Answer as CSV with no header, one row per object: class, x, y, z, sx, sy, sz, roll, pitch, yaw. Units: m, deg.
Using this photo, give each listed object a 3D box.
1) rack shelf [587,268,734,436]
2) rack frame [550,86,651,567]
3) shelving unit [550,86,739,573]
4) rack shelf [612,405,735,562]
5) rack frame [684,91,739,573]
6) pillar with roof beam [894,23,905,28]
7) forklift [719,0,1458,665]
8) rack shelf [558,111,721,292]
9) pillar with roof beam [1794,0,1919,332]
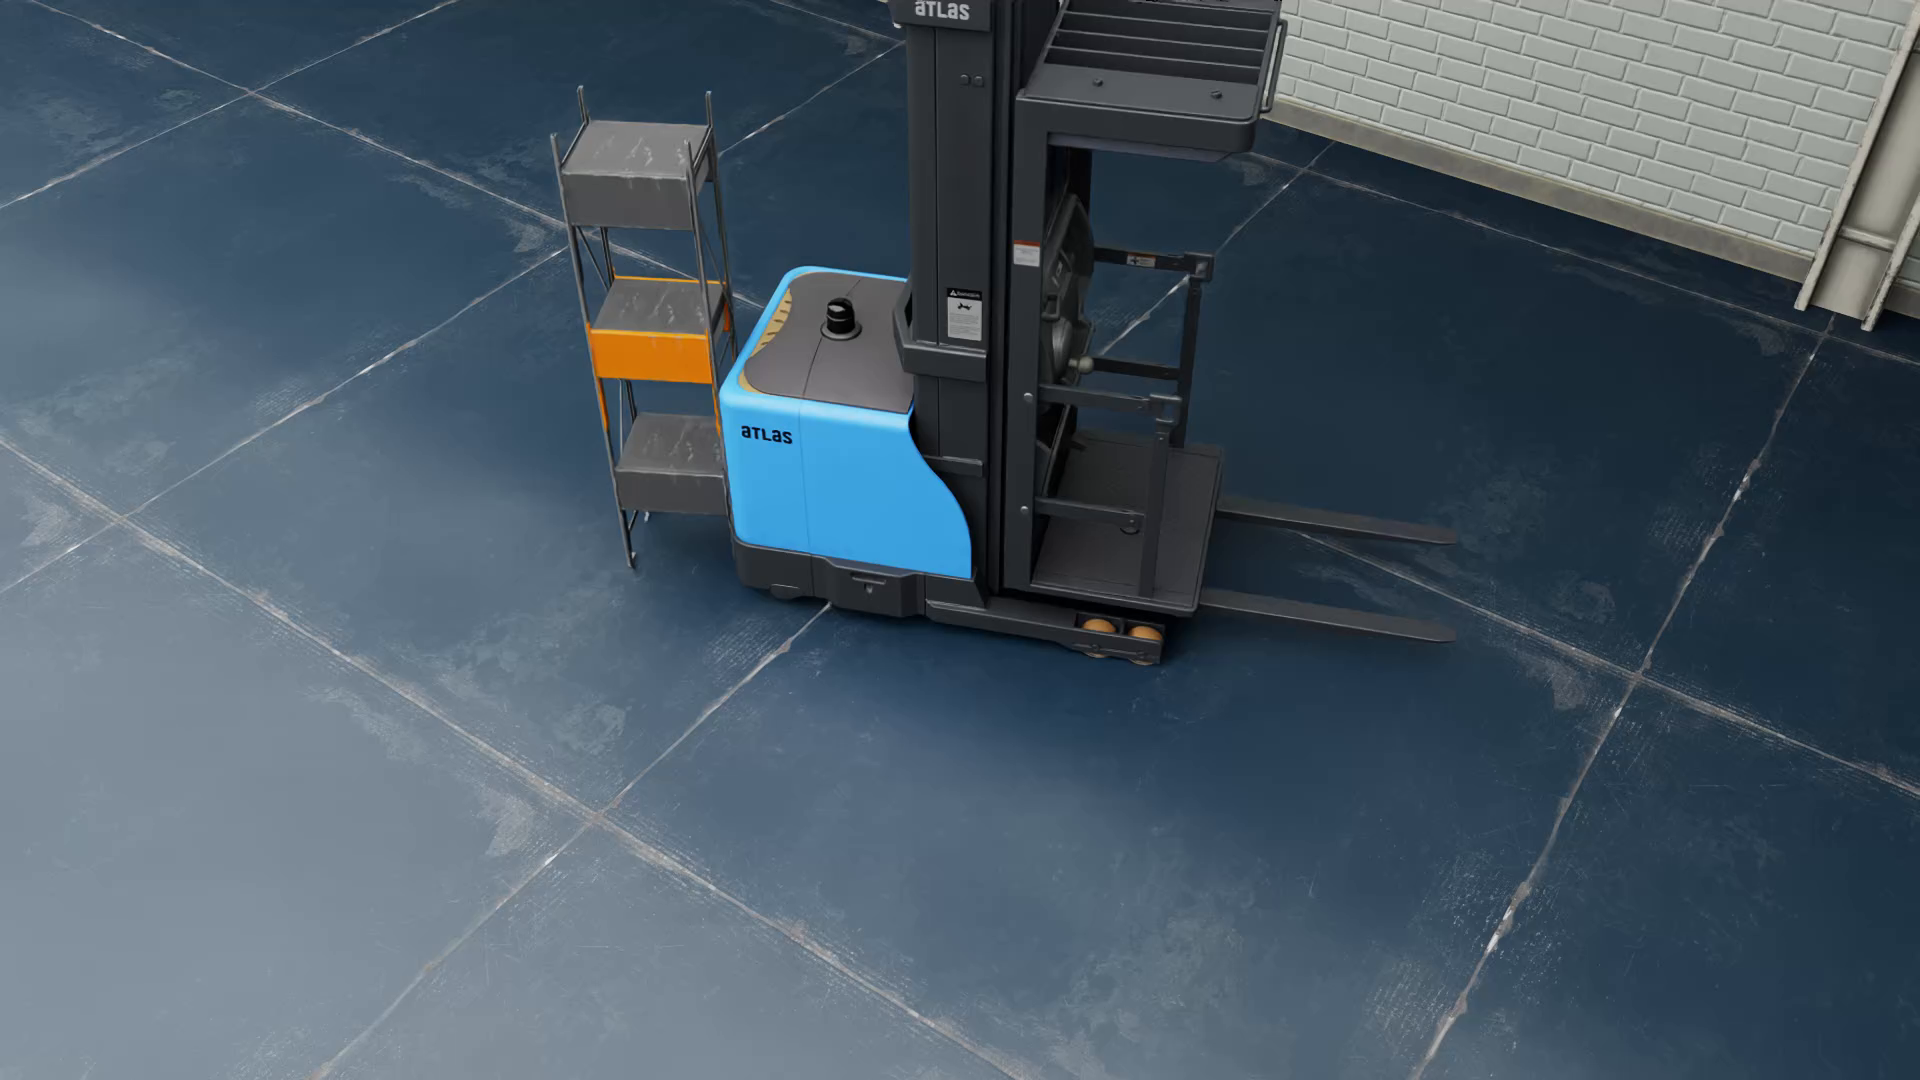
rack shelf,-1.201,-0.769,6.804,0.480,0.518,0.431,4,42,4
rack frame,-1.444,-0.795,6.811,0.015,2.100,0.400,4,42,4
shelving unit,-1.201,-0.780,6.795,0.503,2.100,0.431,4,42,4
rack shelf,-1.201,-0.247,7.270,0.480,0.518,0.431,4,42,4
rack frame,-0.958,-0.764,6.778,0.015,2.100,0.400,4,42,4
pillar with roof beam,-2.680,-4.550,5.835,0.400,9.000,9.100,25,48,25
forklift,0.602,-0.963,6.376,3.031,2.935,1.130,9,43,10
rack shelf,-1.201,-1.291,6.337,0.480,0.518,0.431,4,42,4
pillar with roof beam,2.233,-2.253,3.267,0.400,9.000,9.100,25,48,25
